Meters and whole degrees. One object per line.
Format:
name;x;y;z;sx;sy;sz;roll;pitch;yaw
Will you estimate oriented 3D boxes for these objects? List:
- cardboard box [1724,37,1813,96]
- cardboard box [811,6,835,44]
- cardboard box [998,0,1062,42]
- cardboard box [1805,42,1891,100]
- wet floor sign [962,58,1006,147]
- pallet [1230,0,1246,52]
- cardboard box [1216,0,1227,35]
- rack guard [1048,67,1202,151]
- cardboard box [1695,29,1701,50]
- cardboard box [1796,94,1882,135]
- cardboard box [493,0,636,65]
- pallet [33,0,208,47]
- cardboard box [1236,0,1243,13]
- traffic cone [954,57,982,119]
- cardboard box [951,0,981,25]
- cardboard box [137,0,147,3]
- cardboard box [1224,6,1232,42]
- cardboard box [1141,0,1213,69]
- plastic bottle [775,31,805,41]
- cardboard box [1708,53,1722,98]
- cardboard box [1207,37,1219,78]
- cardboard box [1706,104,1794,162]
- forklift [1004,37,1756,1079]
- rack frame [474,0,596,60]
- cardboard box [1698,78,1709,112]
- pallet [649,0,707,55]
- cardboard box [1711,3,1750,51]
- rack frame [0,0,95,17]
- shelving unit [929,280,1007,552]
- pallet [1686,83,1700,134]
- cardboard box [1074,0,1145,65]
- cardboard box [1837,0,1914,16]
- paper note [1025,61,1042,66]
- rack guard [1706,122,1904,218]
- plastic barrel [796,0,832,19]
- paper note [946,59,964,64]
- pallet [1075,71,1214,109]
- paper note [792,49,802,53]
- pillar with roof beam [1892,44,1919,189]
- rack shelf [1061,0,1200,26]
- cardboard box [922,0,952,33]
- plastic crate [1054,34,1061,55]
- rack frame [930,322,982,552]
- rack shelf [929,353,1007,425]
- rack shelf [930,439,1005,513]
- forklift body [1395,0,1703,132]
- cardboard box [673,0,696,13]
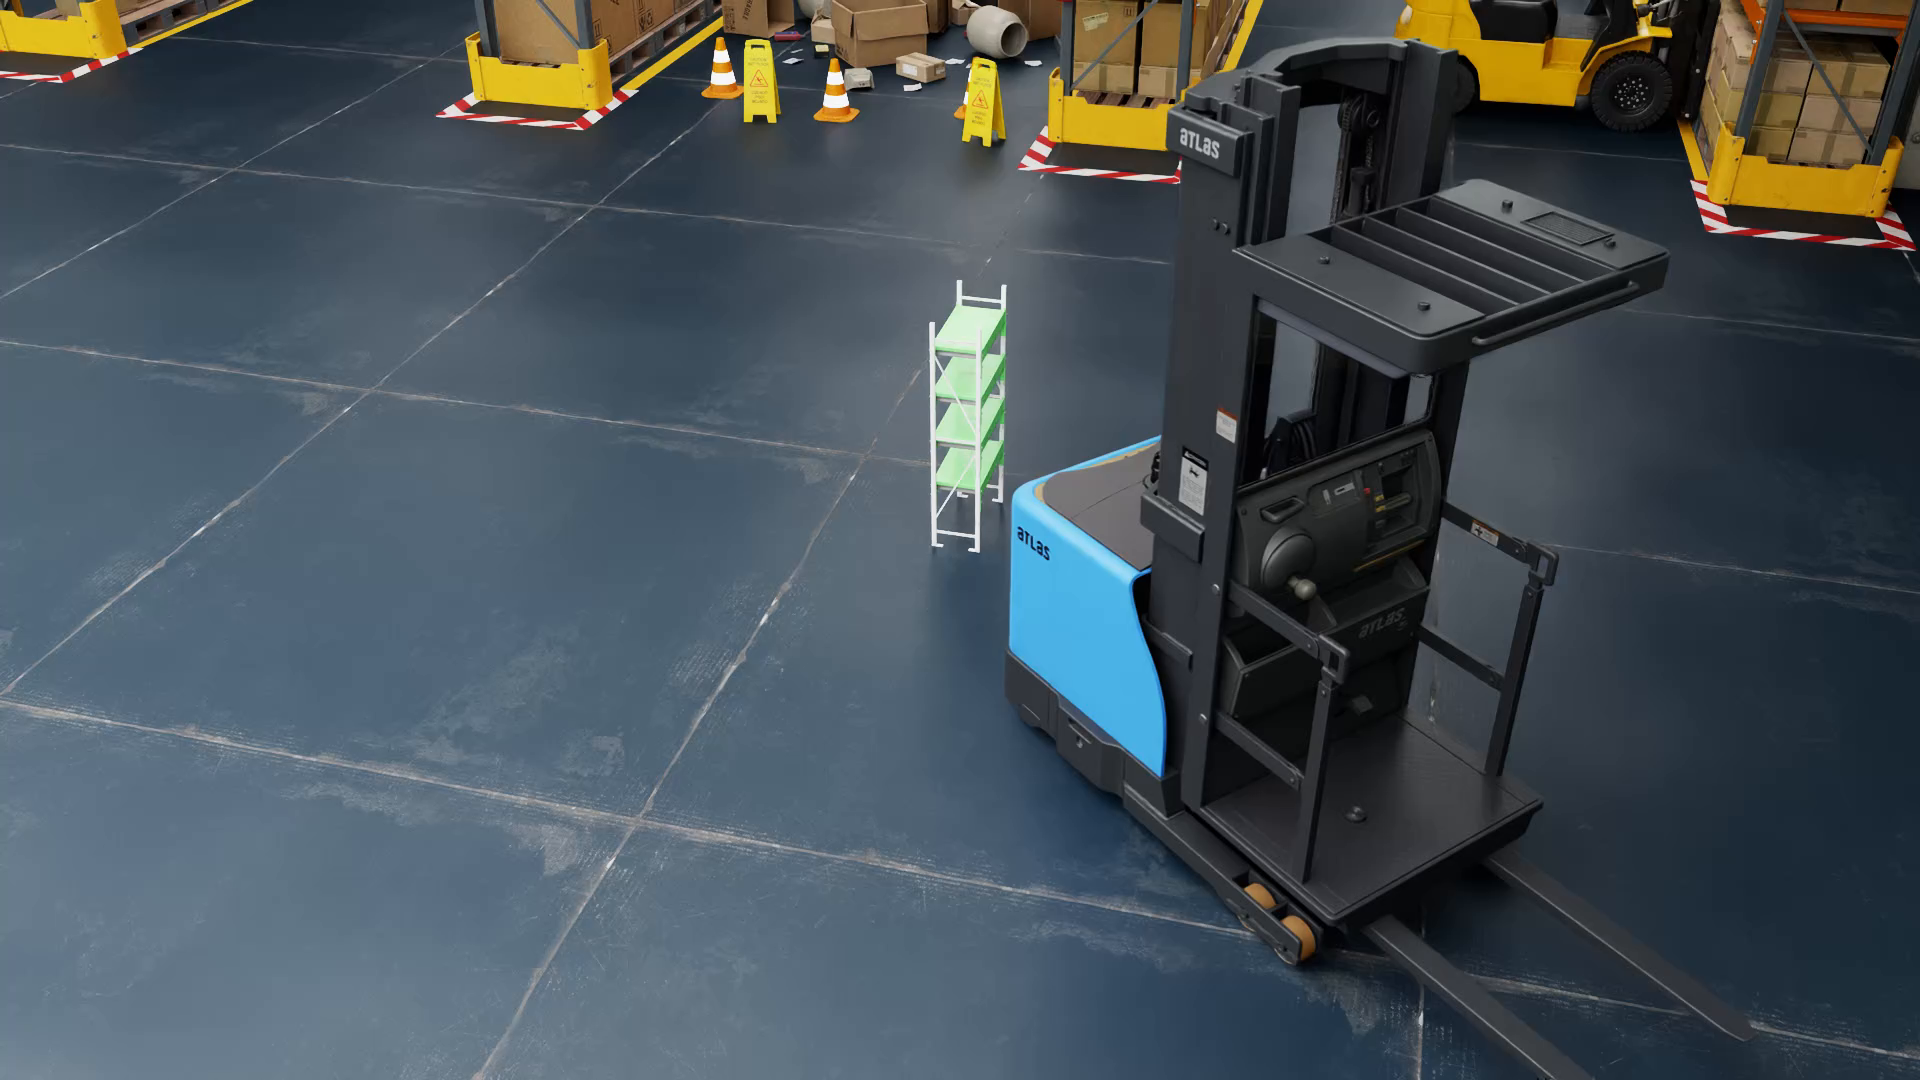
cardboard box;5.894;-3.460;12.137;0.500;0.250;0.500;9;34;14
cardboard box;-1.177;-4.815;15.576;0.396;0.266;0.258;14;35;21
cardboard box;0.704;-5.065;15.749;0.500;0.500;0.500;-21;38;-29
cardboard box;6.384;-3.402;12.046;0.500;0.250;0.500;8;33;12
wet floor sign;0.193;-3.467;13.103;0.267;0.644;0.232;20;38;29
pallet;2.155;-4.960;15.855;1.003;0.211;1.213;8;33;12
cardboard box;2.018;-4.672;14.275;0.500;0.500;0.500;9;33;13
rack guard;1.296;-3.398;13.130;1.175;0.500;0.348;8;33;12
cardboard box;6.279;-4.052;13.533;0.500;0.250;0.500;8;33;12
cardboard box;6.399;-3.184;12.167;0.500;0.250;0.500;9;33;13
cardboard box;-3.429;-4.677;14.400;0.875;0.875;0.875;8;33;13
pallet;-8.049;-5.043;15.985;1.003;0.211;1.213;8;33;12
cardboard box;2.402;-5.163;15.747;0.500;0.250;0.500;10;34;15
traffic cone;0.138;-3.742;13.705;0.336;0.463;0.334;8;33;12
cardboard box;0.009;-5.205;16.190;0.258;0.266;0.396;-14;35;-21
cardboard box;-8.016;-5.522;16.079;0.500;0.500;0.500;17;36;25
cardboard box;2.143;-4.622;14.896;0.500;0.250;0.500;9;33;13
cardboard box;1.754;-4.141;13.440;0.500;0.500;0.500;7;33;11
plastic bottle;-1.602;-4.743;15.654;0.283;0.061;0.133;-3;33;-4
cardboard box;6.038;-3.522;12.699;0.500;0.250;0.500;8;33;12
cardboard box;1.886;-4.076;14.036;0.500;0.250;0.500;9;34;14
cardboard box;5.892;-3.044;12.413;0.500;0.250;0.500;8;33;13
forklift;1.433;-0.032;5.569;1.130;2.935;3.031;-20;38;-28
rack frame;-3.537;-5.035;13.375;1.000;3.000;0.127;8;33;12
cardboard box;6.163;-3.559;13.224;0.500;0.250;0.500;8;33;13
pallet;-3.098;-4.915;15.785;1.003;0.211;1.213;8;33;12
cardboard box;6.136;-3.989;12.969;0.500;0.250;0.500;8;33;13
rack frame;-8.309;-5.763;14.520;1.000;3.000;0.127;8;33;12
shelving unit;0.042;-0.592;8.063;0.258;1.200;0.503;8;33;12
pallet;6.544;-3.597;13.711;1.003;0.211;1.213;8;33;12
cardboard box;1.228;-4.198;13.531;0.500;0.500;0.500;8;33;13
cardboard box;6.473;-4.001;11.655;0.500;0.500;0.500;9;34;14
paper note;0.664;-4.307;14.996;0.142;0.019;0.148;-3;33;-4
rack guard;6.073;-2.673;11.988;1.175;0.500;0.348;8;33;12
plastic barrel;-1.326;-5.226;16.077;0.421;0.421;0.512;-21;38;-29
paper note;-0.048;-4.338;15.056;0.148;0.019;0.142;20;38;29
pallet;1.536;-3.693;13.863;1.003;0.211;1.213;8;33;12
paper note;-1.503;-4.509;15.333;0.032;0.001;0.123;28;42;36
pillar with roof beam;2.963;-7.096;11.025;9.100;9.000;0.400;8;33;12
rack shelf;1.784;-5.148;14.223;1.077;0.370;4.000;8;33;12
cardboard box;-0.497;-5.160;15.772;0.797;0.637;0.503;8;33;12
plastic crate;1.100;-4.554;15.340;0.402;0.080;0.583;-3;33;-4
rack frame;-0.020;-0.466;7.864;0.240;1.200;0.015;8;33;12
rack shelf;0.042;-0.741;7.969;0.258;0.148;0.480;8;33;12
rack shelf;0.042;-0.336;8.226;0.258;0.148;0.480;8;33;12
forklift body;4.795;-4.614;13.503;2.313;2.155;1.214;8;33;12
cardboard box;-2.974;-5.607;15.862;0.875;0.875;0.875;8;33;13
